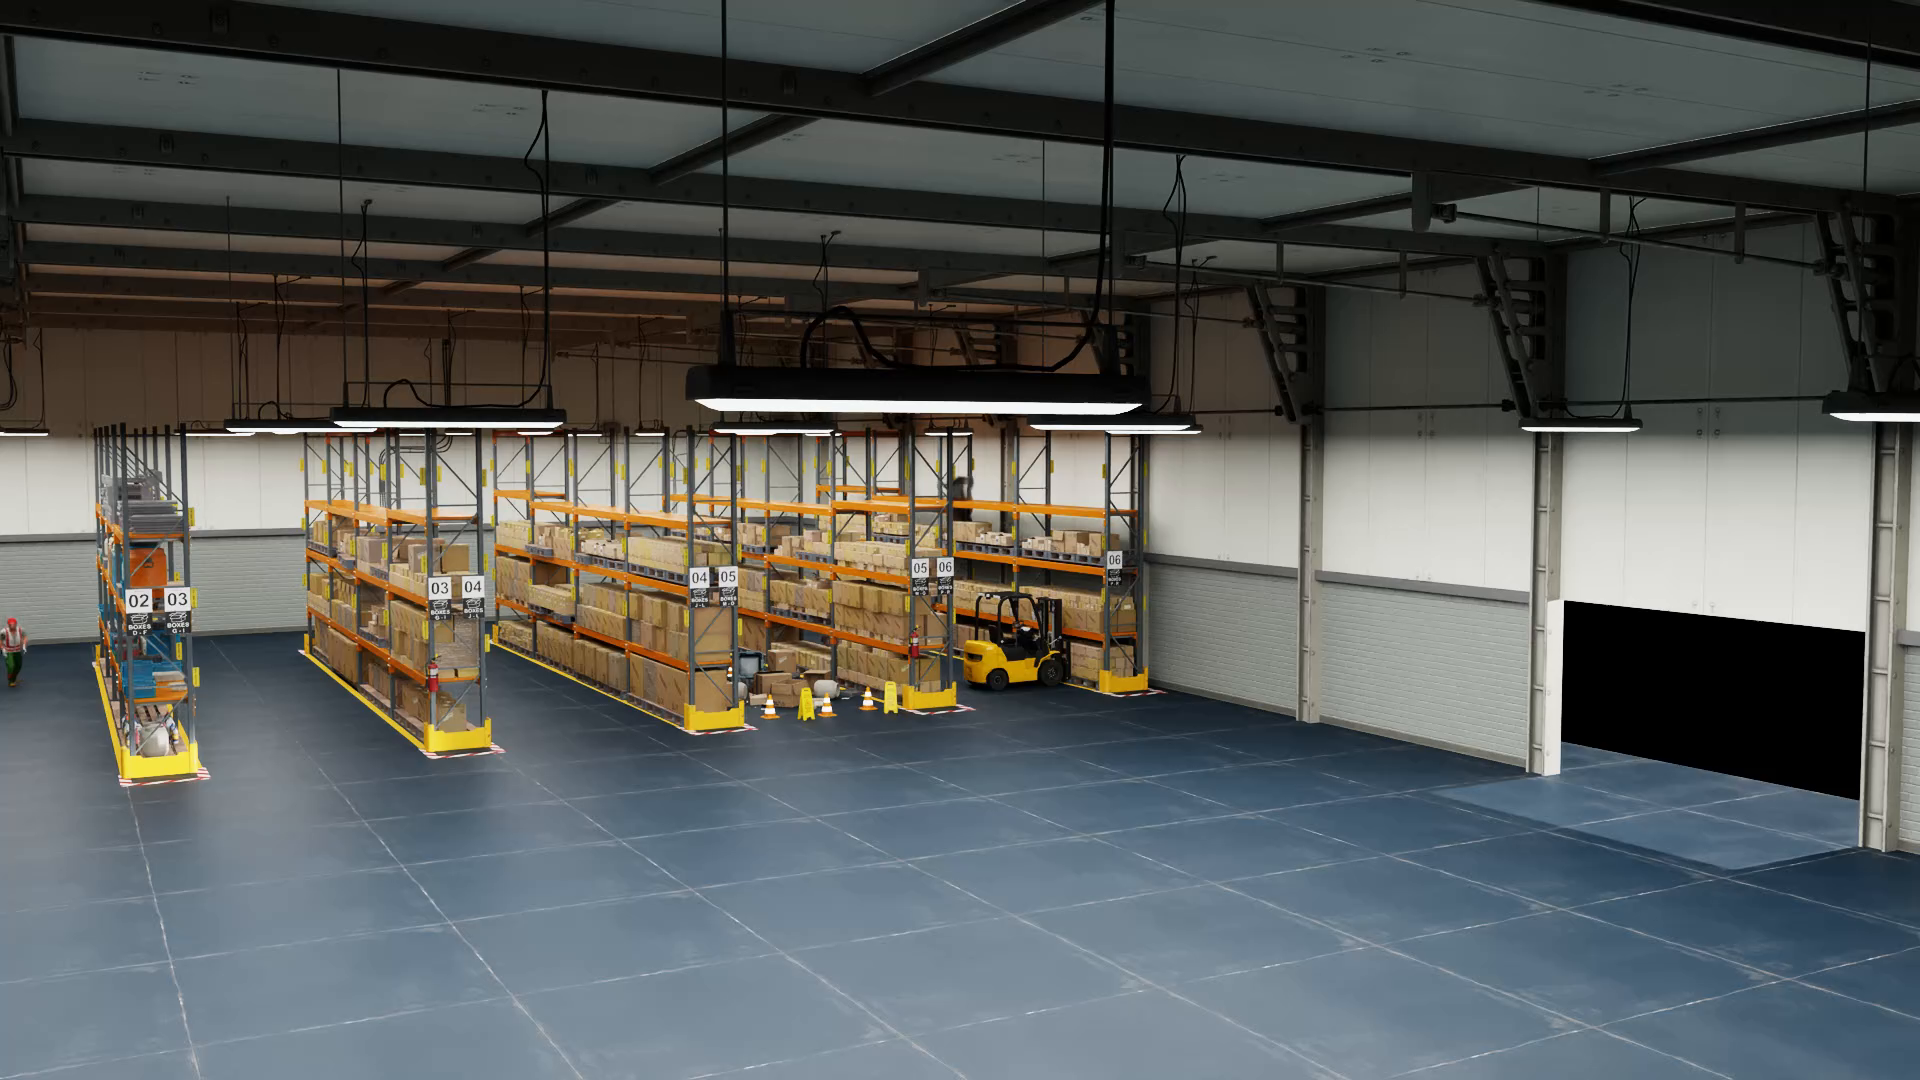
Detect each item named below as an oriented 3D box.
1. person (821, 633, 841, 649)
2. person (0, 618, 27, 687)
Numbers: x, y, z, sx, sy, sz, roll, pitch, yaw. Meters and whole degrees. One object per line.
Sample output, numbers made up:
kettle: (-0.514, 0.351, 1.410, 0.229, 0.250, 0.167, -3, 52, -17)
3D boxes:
person: (-3.414, 2.278, 43.705, 0.602, 1.659, 0.828, -3, 4, -37)
person: (-21.923, 2.580, 38.465, 0.914, 1.641, 0.688, 2, 4, 35)
